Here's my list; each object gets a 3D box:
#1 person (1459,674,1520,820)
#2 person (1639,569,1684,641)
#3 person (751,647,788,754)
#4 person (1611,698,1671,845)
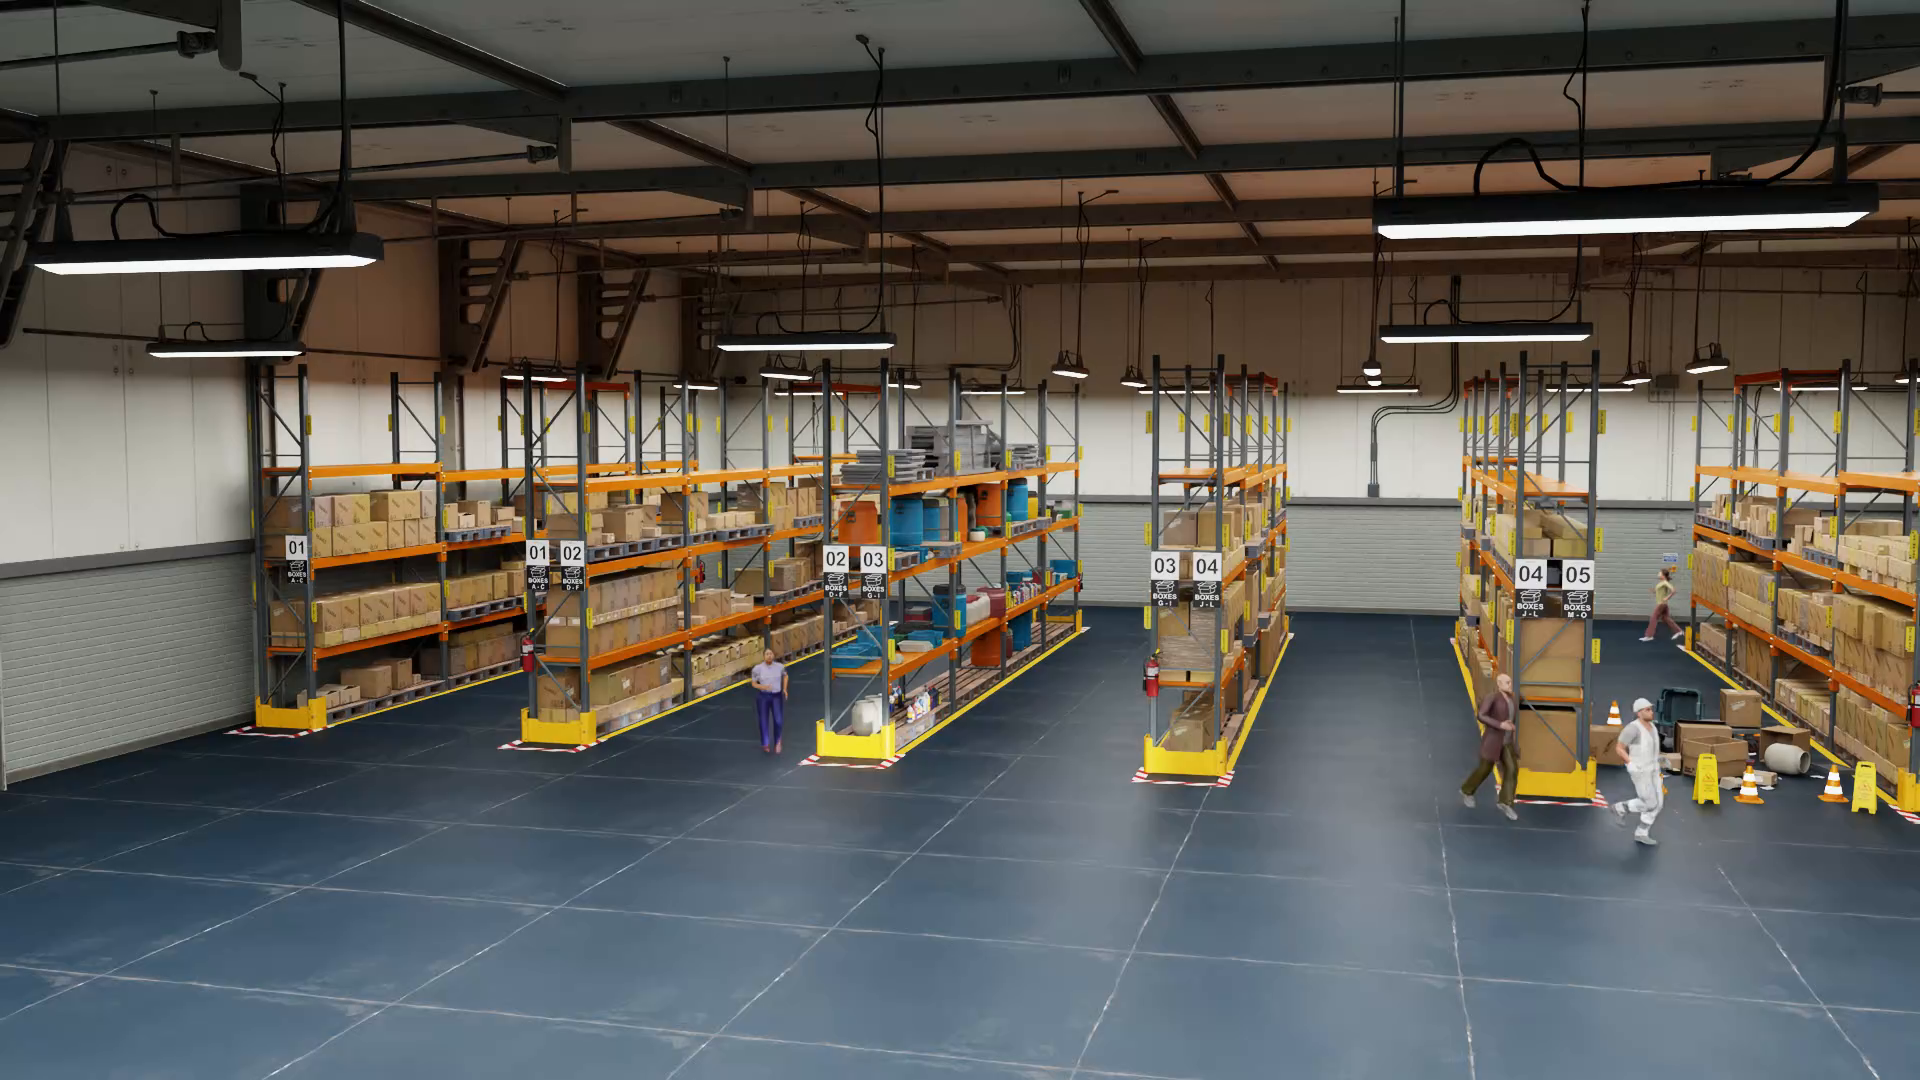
[{"bbox_3d":[6.953,2.652,21.492,0.740,1.753,0.958,-2,4,-27],"label":"person"},{"bbox_3d":[16.173,1.502,38.285,0.957,1.667,0.569,2,4,21],"label":"person"},{"bbox_3d":[-2.878,2.443,25.265,0.584,1.630,0.647,-1,4,-11],"label":"person"},{"bbox_3d":[8.171,2.764,19.954,0.656,1.742,0.604,-3,5,-33],"label":"person"}]
